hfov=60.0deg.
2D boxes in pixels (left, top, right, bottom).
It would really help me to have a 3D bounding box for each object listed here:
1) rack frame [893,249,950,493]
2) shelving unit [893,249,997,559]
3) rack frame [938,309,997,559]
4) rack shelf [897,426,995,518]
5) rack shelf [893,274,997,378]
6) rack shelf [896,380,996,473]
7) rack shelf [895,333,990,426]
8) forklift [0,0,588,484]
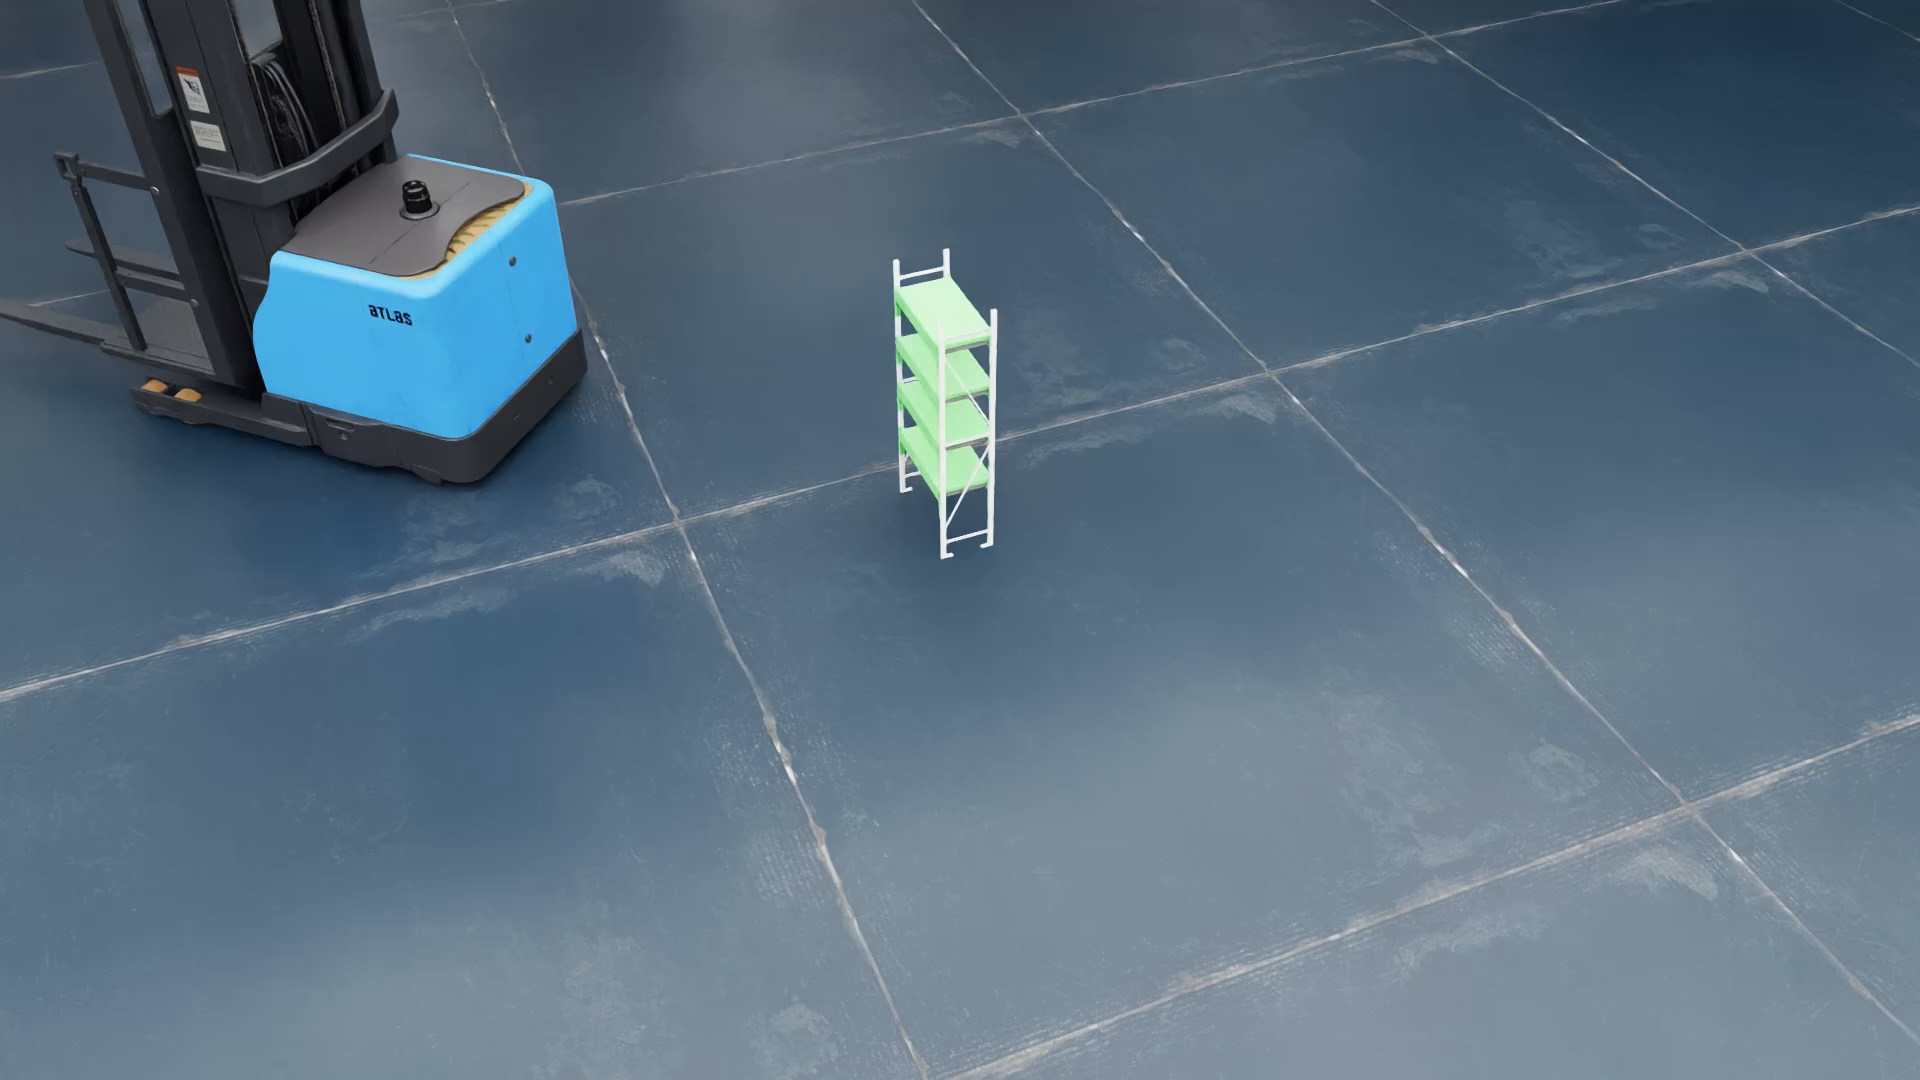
[{"bbox_3d":[-0.157,-0.702,7.146,0.240,1.200,0.015,-15,43,-17],"label":"rack frame"},{"bbox_3d":[-0.063,-0.555,6.975,0.258,1.200,0.503,-15,43,-17],"label":"shelving unit"},{"bbox_3d":[0.030,-0.408,6.804,0.240,1.200,0.015,-15,43,-17],"label":"rack frame"},{"bbox_3d":[-0.063,-0.324,7.173,0.258,0.148,0.480,-15,43,-17],"label":"rack shelf"},{"bbox_3d":[-0.063,-0.870,6.703,0.258,0.148,0.480,-15,43,-17],"label":"rack shelf"},{"bbox_3d":[-0.063,-0.506,7.016,0.258,0.148,0.480,-15,43,-17],"label":"rack shelf"},{"bbox_3d":[-0.063,-0.688,6.860,0.258,0.148,0.480,-15,43,-17],"label":"rack shelf"},{"bbox_3d":[-3.386,-1.966,7.288,3.031,2.935,1.130,14,43,16],"label":"forklift"}]
